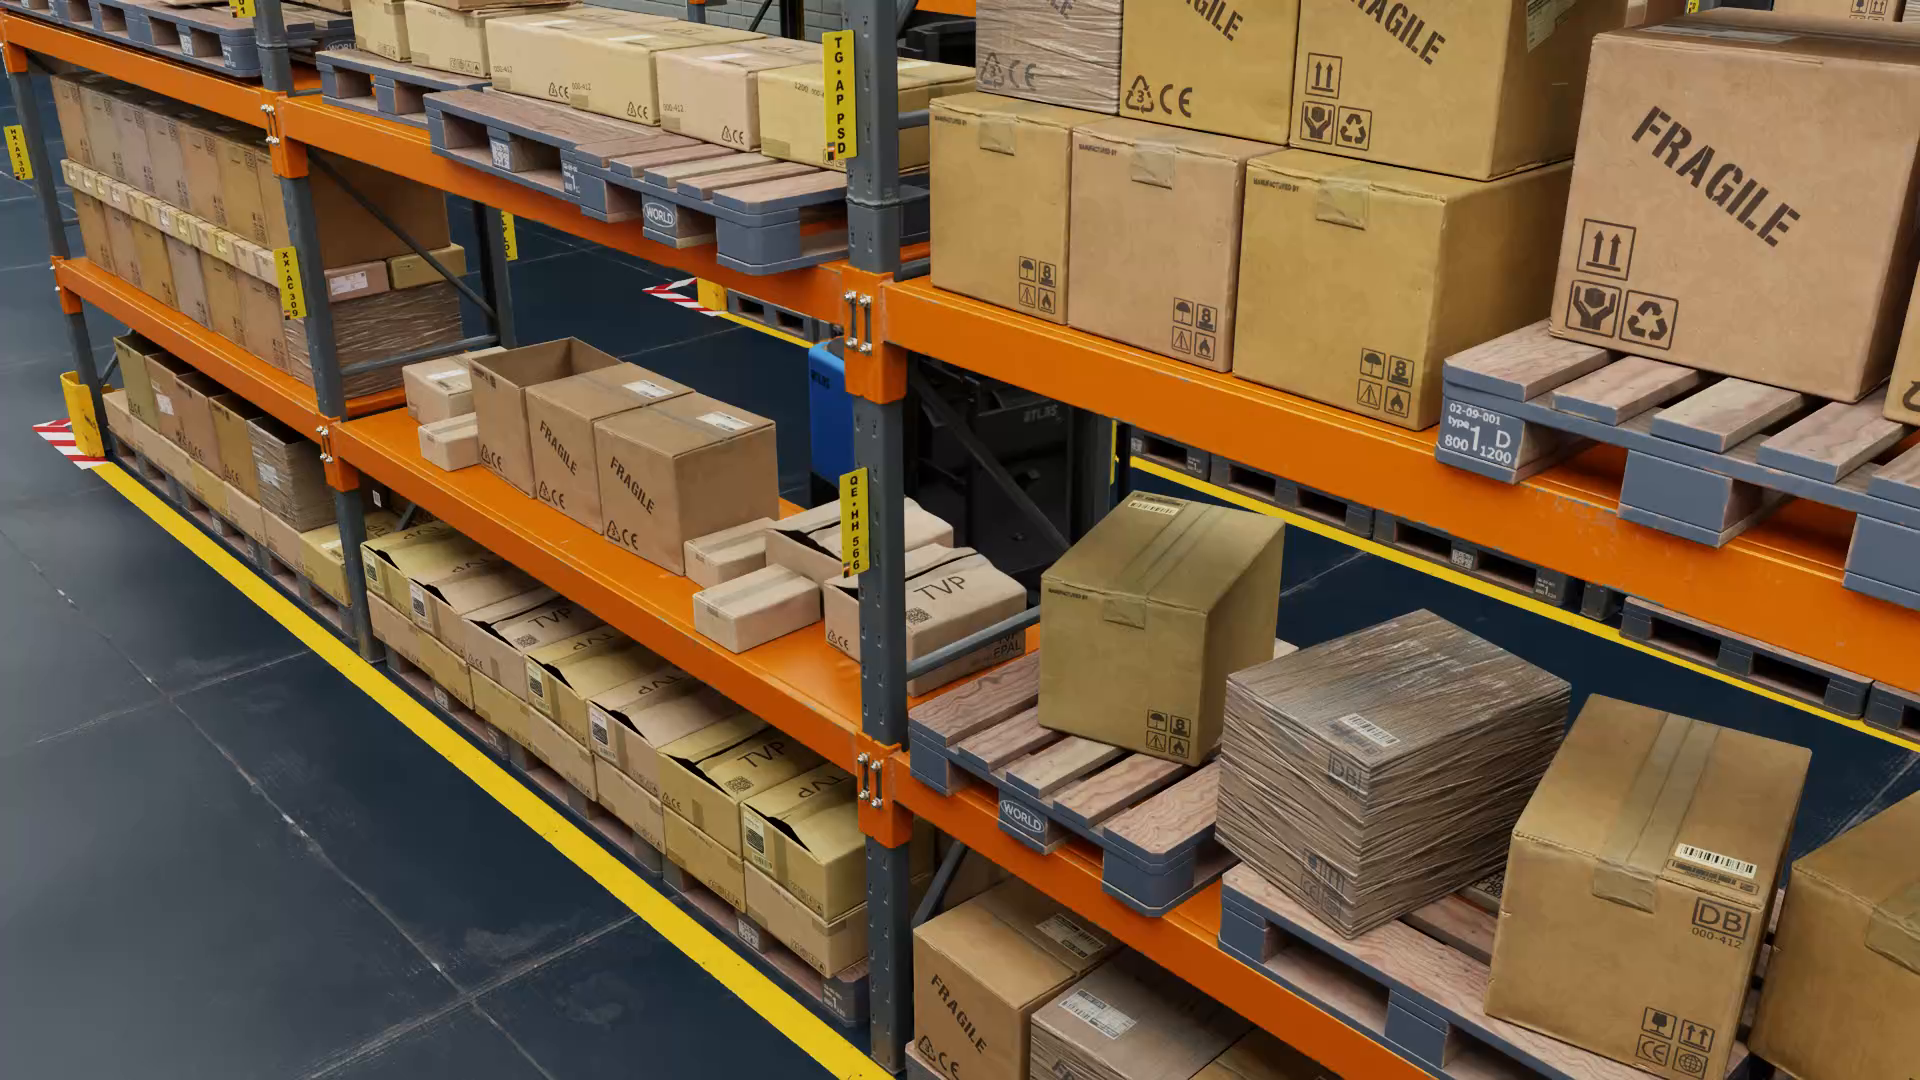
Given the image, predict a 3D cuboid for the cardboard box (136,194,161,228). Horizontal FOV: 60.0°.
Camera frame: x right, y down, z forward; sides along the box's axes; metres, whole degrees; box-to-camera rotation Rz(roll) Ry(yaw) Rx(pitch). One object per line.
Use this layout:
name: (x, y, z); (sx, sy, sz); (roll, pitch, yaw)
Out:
cardboard box: (-4.379, -1.875, 9.343); (0.380, 0.149, 0.250); (-22, 32, -39)

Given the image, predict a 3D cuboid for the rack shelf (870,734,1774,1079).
rack shelf: (1.463, 1.253, 4.256); (1.077, 0.370, 4.000); (-21, 32, -38)

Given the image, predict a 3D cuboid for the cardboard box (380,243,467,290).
cardboard box: (-2.680, -1.369, 8.235); (0.380, 0.149, 0.250); (-21, 32, -39)

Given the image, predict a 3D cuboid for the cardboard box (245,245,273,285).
cardboard box: (-3.328, -1.408, 8.321); (0.380, 0.149, 0.250); (-22, 33, -40)

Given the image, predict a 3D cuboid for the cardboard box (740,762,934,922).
cardboard box: (-0.442, 1.036, 5.996); (0.500, 0.311, 0.500); (-20, 31, -37)

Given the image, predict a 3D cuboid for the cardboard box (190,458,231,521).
cardboard box: (-4.144, -0.363, 9.739); (0.500, 0.250, 0.500); (-21, 32, -38)

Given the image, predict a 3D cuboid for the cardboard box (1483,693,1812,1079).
cardboard box: (1.578, 0.778, 3.805); (0.500, 0.500, 0.700); (15, 28, 29)

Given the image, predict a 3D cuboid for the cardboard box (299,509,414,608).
cardboard box: (-3.114, 0.090, 8.747); (0.500, 0.250, 0.500); (-21, 32, -38)

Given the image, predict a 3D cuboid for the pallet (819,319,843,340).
pallet: (-0.347, -1.593, 12.987); (1.003, 0.211, 1.213); (-21, 32, -38)

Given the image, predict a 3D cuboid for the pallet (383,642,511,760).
pallet: (-2.106, 0.589, 8.205); (1.003, 0.211, 1.213); (-21, 32, -38)

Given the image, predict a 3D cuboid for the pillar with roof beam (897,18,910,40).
pillar with roof beam: (-3.791, -5.052, 9.981); (9.100, 9.000, 0.400); (-21, 32, -38)

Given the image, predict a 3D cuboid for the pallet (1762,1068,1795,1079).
pallet: (2.364, 1.346, 3.416); (1.003, 0.211, 1.213); (-21, 32, -38)

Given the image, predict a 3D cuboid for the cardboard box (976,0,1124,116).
cardboard box: (0.390, -1.411, 4.290); (0.500, 0.500, 0.500); (-21, 32, -38)

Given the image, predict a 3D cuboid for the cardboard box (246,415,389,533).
cardboard box: (-3.448, -0.406, 8.930); (0.500, 0.500, 0.500); (-21, 32, -38)

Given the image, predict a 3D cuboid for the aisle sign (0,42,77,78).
aisle sign: (-5.640, -3.219, 10.061); (0.394, 0.787, 0.004); (-21, 32, -38)

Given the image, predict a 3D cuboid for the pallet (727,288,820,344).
pallet: (-1.177, -1.962, 13.797); (1.003, 0.211, 1.213); (-21, 32, -38)

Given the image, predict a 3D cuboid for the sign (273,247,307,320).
sign: (-3.042, -1.164, 7.549); (0.100, 0.325, 0.005); (-21, 32, -38)

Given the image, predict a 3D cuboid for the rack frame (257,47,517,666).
rack frame: (-2.638, -0.892, 8.091); (1.000, 3.000, 0.127); (-21, 32, -38)

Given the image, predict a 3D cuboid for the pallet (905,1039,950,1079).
pallet: (0.579, 1.826, 5.494); (1.003, 0.211, 1.213); (-21, 32, -38)

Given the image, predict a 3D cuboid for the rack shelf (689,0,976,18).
rack shelf: (-0.391, -3.942, 12.029); (1.077, 0.370, 4.000); (-21, 32, -38)

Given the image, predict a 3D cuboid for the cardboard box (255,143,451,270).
cardboard box: (-2.946, -1.660, 8.092); (0.700, 0.500, 0.500); (-21, 32, -38)

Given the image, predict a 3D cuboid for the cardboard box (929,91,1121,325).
cardboard box: (0.419, -0.968, 4.522); (0.910, 0.500, 0.500); (-21, 32, -38)

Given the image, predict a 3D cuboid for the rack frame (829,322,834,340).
rack frame: (-0.646, -0.862, 10.145); (0.240, 1.200, 0.006); (-20, 23, -36)

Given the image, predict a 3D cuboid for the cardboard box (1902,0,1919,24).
cardboard box: (4.483, -2.421, 7.177); (0.500, 0.500, 0.700); (22, 32, 39)

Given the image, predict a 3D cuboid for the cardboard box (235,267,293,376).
cardboard box: (-3.311, -1.228, 8.707); (0.700, 0.500, 0.500); (-22, 32, -39)

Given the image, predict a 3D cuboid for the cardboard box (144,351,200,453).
cardboard box: (-4.473, -0.861, 9.926); (0.500, 0.500, 0.500); (-21, 32, -38)

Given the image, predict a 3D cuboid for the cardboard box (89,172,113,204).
cardboard box: (-4.909, -2.109, 9.857); (0.380, 0.149, 0.250); (-21, 32, -38)

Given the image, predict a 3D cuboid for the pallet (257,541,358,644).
pallet: (-3.151, 0.124, 9.224); (1.003, 0.211, 1.213); (-21, 32, -38)

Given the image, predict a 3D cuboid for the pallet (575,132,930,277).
pallet: (-0.433, -1.139, 5.246); (1.213, 0.211, 1.003); (-19, 31, -36)

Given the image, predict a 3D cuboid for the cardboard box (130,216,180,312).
cardboard box: (-4.364, -1.694, 9.730); (0.700, 0.500, 0.500); (-21, 32, -38)

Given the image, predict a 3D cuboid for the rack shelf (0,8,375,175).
rack shelf: (-4.005, -2.535, 8.946); (1.077, 0.370, 4.000); (-21, 32, -38)

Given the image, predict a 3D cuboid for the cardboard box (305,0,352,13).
cardboard box: (-2.790, -2.784, 7.830); (0.500, 0.500, 0.500); (-18, 30, -34)

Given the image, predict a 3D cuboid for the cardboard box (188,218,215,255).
cardboard box: (-3.847, -1.639, 8.827); (0.380, 0.149, 0.250); (-20, 31, -37)

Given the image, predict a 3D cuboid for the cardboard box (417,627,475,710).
cardboard box: (-2.195, 0.516, 7.812); (0.500, 0.250, 0.500); (-20, 31, -37)

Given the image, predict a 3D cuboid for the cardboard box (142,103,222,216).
cardboard box: (-3.975, -2.116, 9.092); (0.700, 0.500, 0.500); (-21, 32, -38)

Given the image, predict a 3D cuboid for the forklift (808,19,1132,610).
forklift: (0.328, -1.091, 8.611); (1.130, 2.935, 3.031); (-15, 29, -30)

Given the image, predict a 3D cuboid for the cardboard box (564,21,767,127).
cardboard box: (-1.009, -1.619, 5.746); (0.500, 0.250, 0.500); (-22, 32, -39)

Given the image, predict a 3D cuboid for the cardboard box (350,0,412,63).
cardboard box: (-2.224, -2.190, 6.997); (0.500, 0.250, 0.500); (-17, 30, -33)

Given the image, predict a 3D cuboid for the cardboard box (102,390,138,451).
cardboard box: (-5.168, -0.818, 10.736); (0.500, 0.250, 0.500); (-21, 32, -38)

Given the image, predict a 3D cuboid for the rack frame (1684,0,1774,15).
rack frame: (3.710, -3.816, 7.272); (1.000, 3.000, 0.127); (-21, 32, -38)

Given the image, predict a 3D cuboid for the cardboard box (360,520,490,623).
cardboard box: (-2.537, 0.109, 8.029); (0.500, 0.311, 0.500); (-21, 32, -38)

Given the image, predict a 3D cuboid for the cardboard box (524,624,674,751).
cardboard box: (-1.485, 0.574, 7.009); (0.500, 0.311, 0.500); (-20, 31, -37)

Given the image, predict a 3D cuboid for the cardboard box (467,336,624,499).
cardboard box: (-1.765, -0.540, 7.200); (0.500, 0.500, 0.500); (-19, 30, -35)

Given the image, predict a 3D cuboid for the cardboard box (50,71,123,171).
cardboard box: (-5.026, -2.578, 10.104); (0.700, 0.500, 0.500); (-21, 32, -38)

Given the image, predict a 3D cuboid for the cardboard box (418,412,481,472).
cardboard box: (-2.181, -0.451, 7.428); (0.380, 0.149, 0.250); (-21, 32, -38)

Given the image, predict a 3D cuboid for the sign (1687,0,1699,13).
sign: (3.312, -2.533, 7.451); (0.100, 0.325, 0.005); (-21, 32, -38)

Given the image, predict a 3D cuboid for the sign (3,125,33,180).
sign: (-5.781, -2.378, 10.210); (0.100, 0.325, 0.005); (-21, 32, -38)

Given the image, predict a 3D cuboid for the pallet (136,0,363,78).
pallet: (-3.240, -2.467, 8.037); (1.003, 0.211, 1.213); (-21, 32, -38)

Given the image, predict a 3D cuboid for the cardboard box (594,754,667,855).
cardboard box: (-1.138, 0.981, 6.792); (0.500, 0.250, 0.500); (-20, 31, -37)

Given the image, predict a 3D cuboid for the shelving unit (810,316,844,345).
shelving unit: (-0.705, -0.879, 10.213); (0.258, 1.200, 0.189); (-20, 23, -36)

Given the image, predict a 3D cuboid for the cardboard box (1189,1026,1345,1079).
cardboard box: (0.900, 1.786, 4.702); (0.500, 0.500, 0.500); (-22, 32, -39)

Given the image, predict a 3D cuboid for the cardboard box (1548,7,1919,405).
cardboard box: (1.626, -0.692, 3.291); (0.600, 0.600, 0.600); (22, 33, 40)

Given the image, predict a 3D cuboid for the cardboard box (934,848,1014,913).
cardboard box: (-0.047, 1.138, 6.449); (0.500, 0.250, 0.500); (-21, 32, -39)

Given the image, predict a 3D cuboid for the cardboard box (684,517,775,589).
cardboard box: (-0.817, 0.064, 6.299); (0.380, 0.149, 0.250); (-18, 30, -35)
